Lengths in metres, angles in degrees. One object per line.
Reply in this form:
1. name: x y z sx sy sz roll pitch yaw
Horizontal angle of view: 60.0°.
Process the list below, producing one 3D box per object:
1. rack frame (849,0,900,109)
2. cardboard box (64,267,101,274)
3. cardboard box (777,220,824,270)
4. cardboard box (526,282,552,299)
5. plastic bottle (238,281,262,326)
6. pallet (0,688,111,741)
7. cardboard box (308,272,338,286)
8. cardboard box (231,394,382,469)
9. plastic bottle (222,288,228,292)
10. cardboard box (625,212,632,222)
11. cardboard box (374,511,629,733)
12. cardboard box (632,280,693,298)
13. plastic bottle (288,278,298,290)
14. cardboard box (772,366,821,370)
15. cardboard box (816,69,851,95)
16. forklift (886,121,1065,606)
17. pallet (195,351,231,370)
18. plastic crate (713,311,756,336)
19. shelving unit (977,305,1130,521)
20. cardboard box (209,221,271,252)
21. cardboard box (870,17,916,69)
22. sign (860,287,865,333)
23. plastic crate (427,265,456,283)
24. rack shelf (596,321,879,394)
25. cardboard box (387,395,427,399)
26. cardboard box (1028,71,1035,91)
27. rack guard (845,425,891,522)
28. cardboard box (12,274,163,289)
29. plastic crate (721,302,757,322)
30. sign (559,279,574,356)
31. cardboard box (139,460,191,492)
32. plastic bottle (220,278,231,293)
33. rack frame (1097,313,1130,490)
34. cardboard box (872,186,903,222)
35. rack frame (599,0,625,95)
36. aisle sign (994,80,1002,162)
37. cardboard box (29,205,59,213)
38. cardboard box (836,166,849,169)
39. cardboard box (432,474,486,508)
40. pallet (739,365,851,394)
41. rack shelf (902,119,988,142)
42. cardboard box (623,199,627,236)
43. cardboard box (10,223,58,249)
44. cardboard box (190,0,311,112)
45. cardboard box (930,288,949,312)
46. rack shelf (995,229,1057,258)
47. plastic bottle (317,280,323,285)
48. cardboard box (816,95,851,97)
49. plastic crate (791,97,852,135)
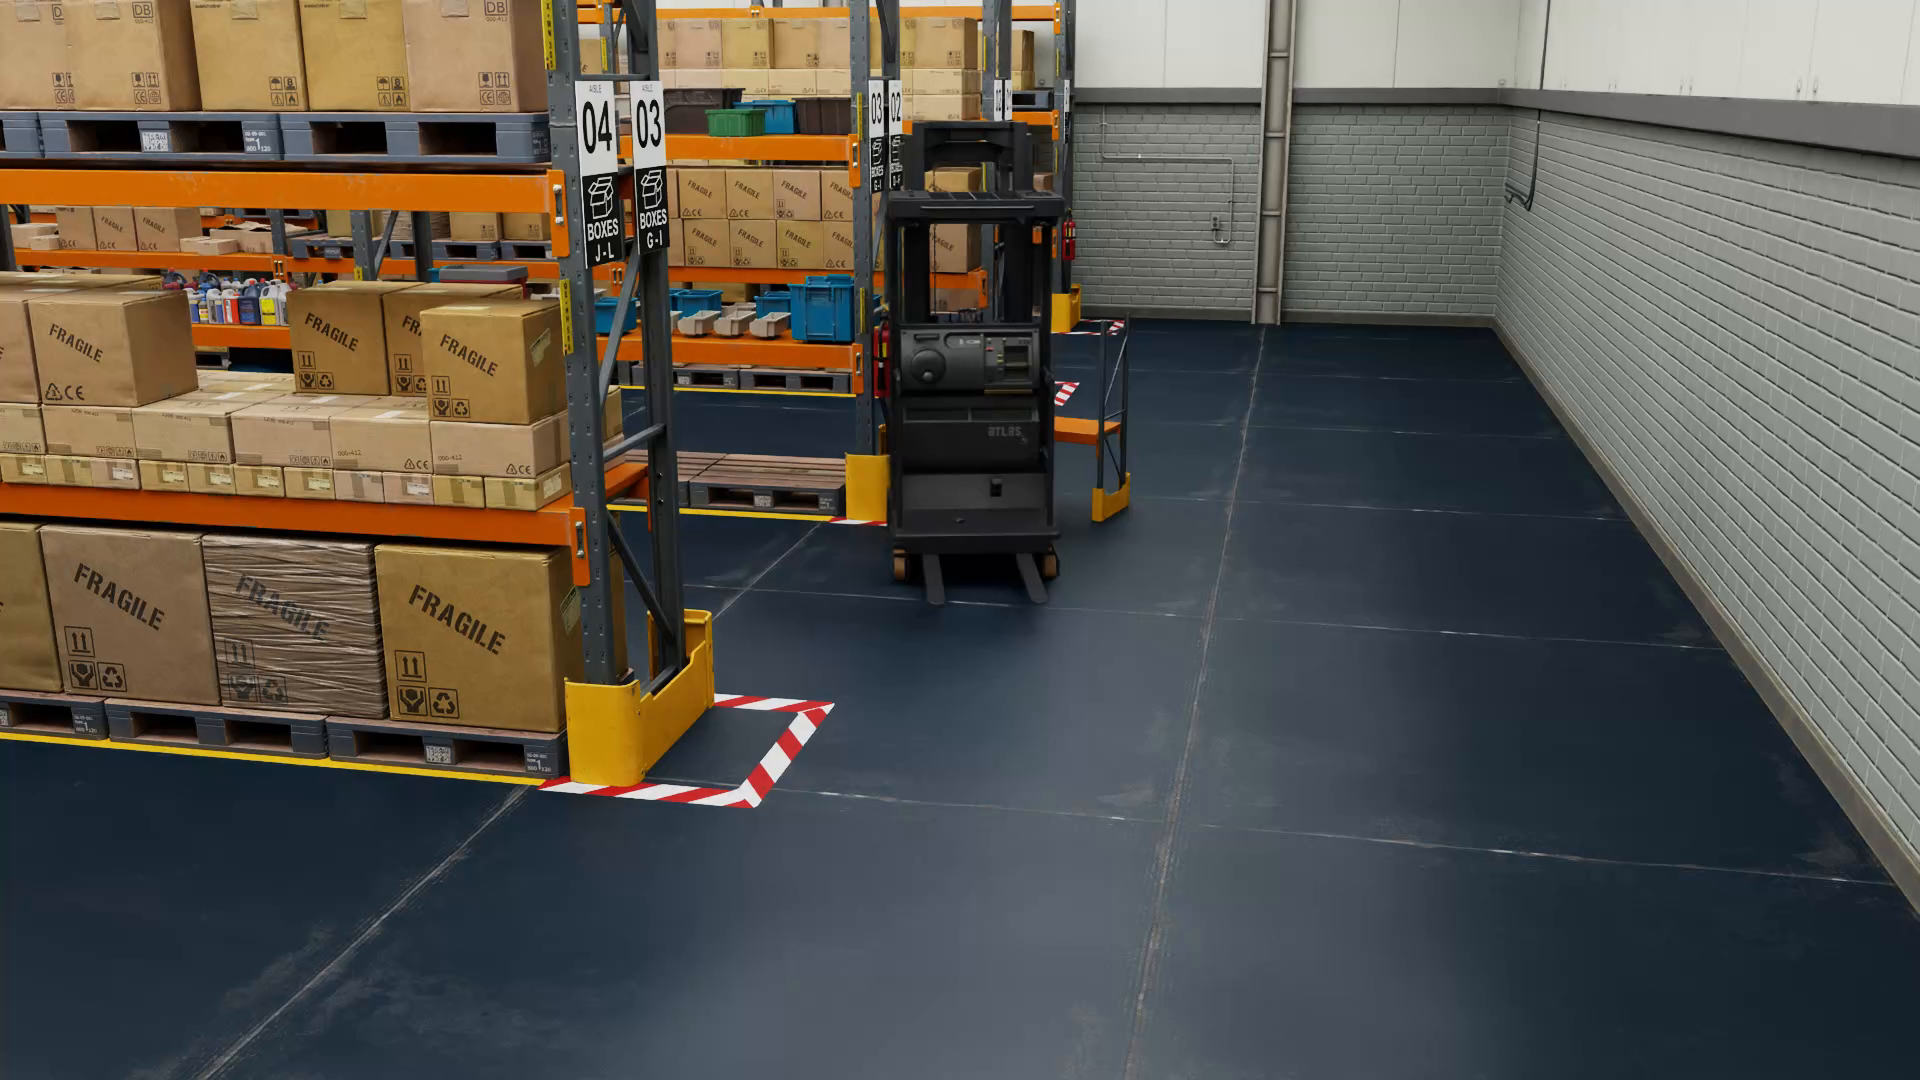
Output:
1. rack frame: -0.614 -4.632 11.858 0.127 3.000 1.000 3 16 11
2. cardboard box: -13.100 -4.010 25.061 0.500 0.311 0.500 4 16 16
3. cardboard box: -1.607 -3.119 17.446 0.500 0.500 0.500 3 16 10
4. cardboard box: -4.948 -2.761 18.795 0.500 0.250 0.500 3 16 11
5. plastic bottle: -5.681 -1.903 13.337 0.185 0.351 0.144 3 16 11
6. pallet: -4.791 0.746 8.902 1.213 0.211 1.003 3 16 11
7. cardboard box: -9.158 -3.930 24.417 0.500 0.500 0.700 3 16 10
8. cardboard box: -3.124 -0.527 8.000 0.500 0.250 0.500 3 16 9
9. plastic bottle: -5.962 -1.916 13.529 0.097 0.271 0.097 0 15 0
10. cardboard box: -4.441 -4.474 22.959 0.250 0.149 0.380 4 16 13
11. cardboard box: -2.244 0.363 8.257 0.875 0.875 0.875 3 16 11
12. cardboard box: -4.094 -3.759 23.184 0.750 0.750 0.750 4 16 13
13. plastic bottle: -5.678 -2.076 14.087 0.133 0.283 0.061 3 16 11
14. cardboard box: -1.701 -2.160 18.023 0.637 0.503 0.797 3 16 11
15. cardboard box: -1.157 -4.666 16.943 0.500 0.250 0.500 3 16 11
16. forklift: 0.083 -1.226 10.928 1.130 2.935 3.031 -1 16 -3
17. pallet: -8.262 -2.173 19.440 1.213 0.211 1.003 3 16 11
18. plastic crate: -1.730 -1.658 12.741 0.243 0.136 0.396 3 16 11
19. shelving unit: 0.714 -0.996 12.778 1.083 1.500 0.587 8 17 26
20. cardboard box: -8.300 -3.518 19.239 0.500 0.311 0.500 3 16 10
21. cardboard box: -0.603 -5.084 17.048 0.500 0.500 0.700 3 16 11
22. sign: -0.708 -1.675 12.115 0.005 0.325 0.100 3 16 11
23. plastic crate: -4.008 -2.040 13.654 0.575 0.384 0.392 3 16 11
24. rack shelf: -2.574 -1.501 13.139 4.000 0.370 1.077 3 16 11
25. cardboard box: -2.528 -0.639 8.403 0.500 0.250 0.500 3 16 10
26. cardboard box: 0.694 -6.060 21.937 0.500 0.250 0.500 4 16 14
27. rack guard: -0.588 -0.539 13.001 0.348 0.500 1.175 3 16 11
28. cardboard box: -4.527 -1.109 8.694 0.500 0.500 0.500 3 16 12
29. plastic crate: -1.753 -1.817 13.315 0.298 0.136 0.250 3 16 11
30. sign: -1.723 -0.977 7.286 0.005 0.325 0.100 3 16 11
31. cardboard box: -3.769 -0.352 8.115 0.250 0.149 0.380 3 16 9
32. plastic bottle: -6.249 -2.096 14.183 0.097 0.271 0.097 0 15 0
33. rack frame: 1.157 -0.935 12.557 0.032 1.500 0.500 8 17 26
34. cardboard box: -0.609 -3.545 17.112 0.500 0.500 0.500 4 16 13
35. rack frame: -3.543 -6.141 17.304 0.127 3.000 1.000 3 16 11
36. aisle sign: 0.383 -4.206 16.687 0.004 0.787 0.394 3 16 11
37. cardboard box: -13.392 -4.989 24.626 0.500 0.250 0.500 3 16 9
38. cardboard box: -1.008 -3.713 17.718 0.500 0.500 0.500 3 16 12
39. cardboard box: -2.270 -0.271 7.821 0.250 0.149 0.380 3 16 12
40. pallet: -1.671 -1.805 18.112 1.213 0.211 1.003 3 16 11
41. rack shelf: -1.583 -4.242 17.416 4.000 0.370 1.077 3 16 11
42. cardboard box: -3.963 -3.584 18.337 0.500 0.500 0.700 -2 16 -8
43. cardboard box: -10.891 -3.588 19.608 0.500 0.250 0.500 4 16 15
44. cardboard box: -3.165 -2.280 7.823 0.500 0.500 0.700 2 16 7
45. cardboard box: -0.329 -3.395 22.525 0.500 0.500 0.700 3 16 9
46. rack shelf: -0.599 -4.093 22.495 4.000 0.370 1.077 3 16 11
47. plastic bottle: -5.378 -2.049 14.012 0.097 0.271 0.097 0 15 0
48. cardboard box: -1.159 -4.421 16.996 0.500 0.250 0.500 3 16 11
49. plastic crate: -0.936 -3.217 12.613 0.590 0.269 0.497 3 16 11
